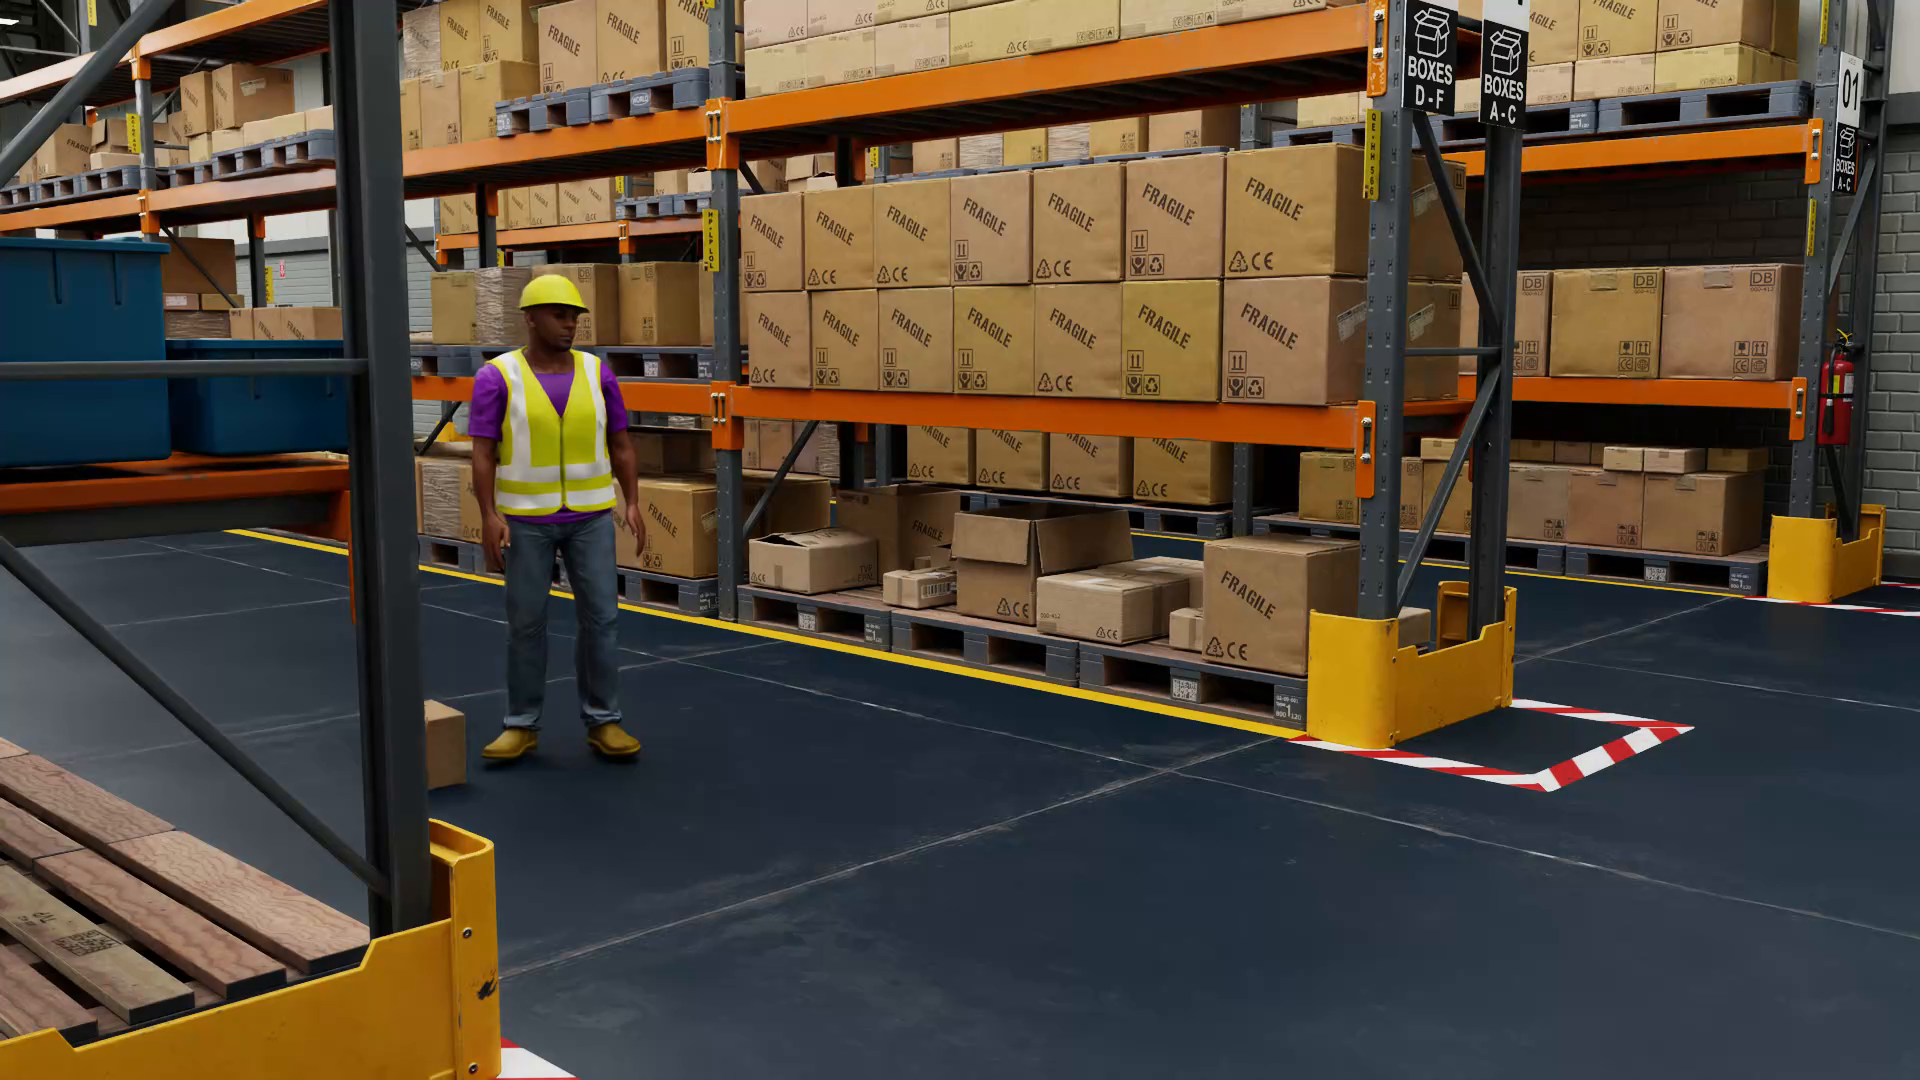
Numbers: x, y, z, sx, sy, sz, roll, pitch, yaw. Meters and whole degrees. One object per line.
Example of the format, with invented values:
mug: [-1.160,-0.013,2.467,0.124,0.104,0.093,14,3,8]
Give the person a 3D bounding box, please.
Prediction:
person: [-1.472,-0.081,6.121,0.629,1.771,0.376,-3,8,-24]
